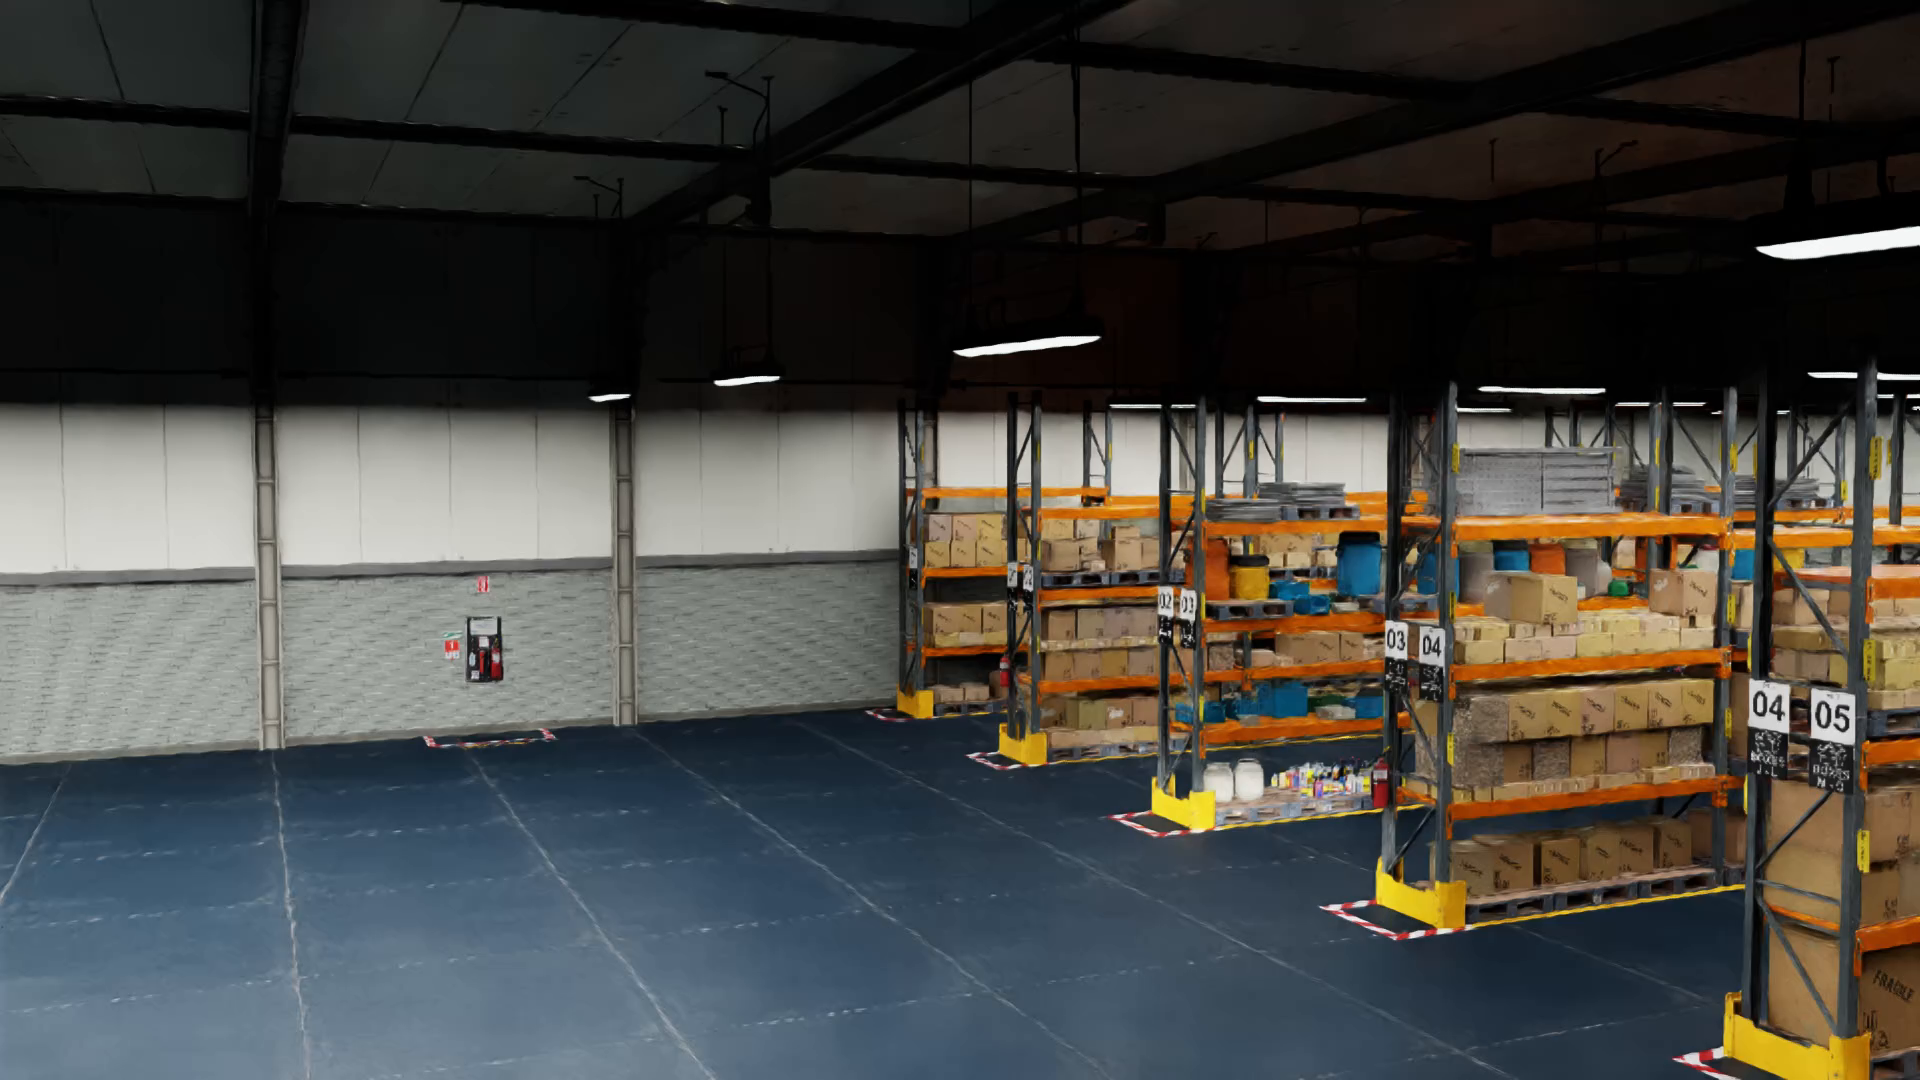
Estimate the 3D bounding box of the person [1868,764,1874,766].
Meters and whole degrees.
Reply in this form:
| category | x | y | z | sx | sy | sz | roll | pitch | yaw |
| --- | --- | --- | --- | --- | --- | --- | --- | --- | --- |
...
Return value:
| category | x | y | z | sx | sy | sz | roll | pitch | yaw |
| --- | --- | --- | --- | --- | --- | --- | --- | --- | --- |
| person | 10.342 | 3.187 | 18.919 | 1.043 | 1.734 | 0.564 | -2 | 4 | -24 |
